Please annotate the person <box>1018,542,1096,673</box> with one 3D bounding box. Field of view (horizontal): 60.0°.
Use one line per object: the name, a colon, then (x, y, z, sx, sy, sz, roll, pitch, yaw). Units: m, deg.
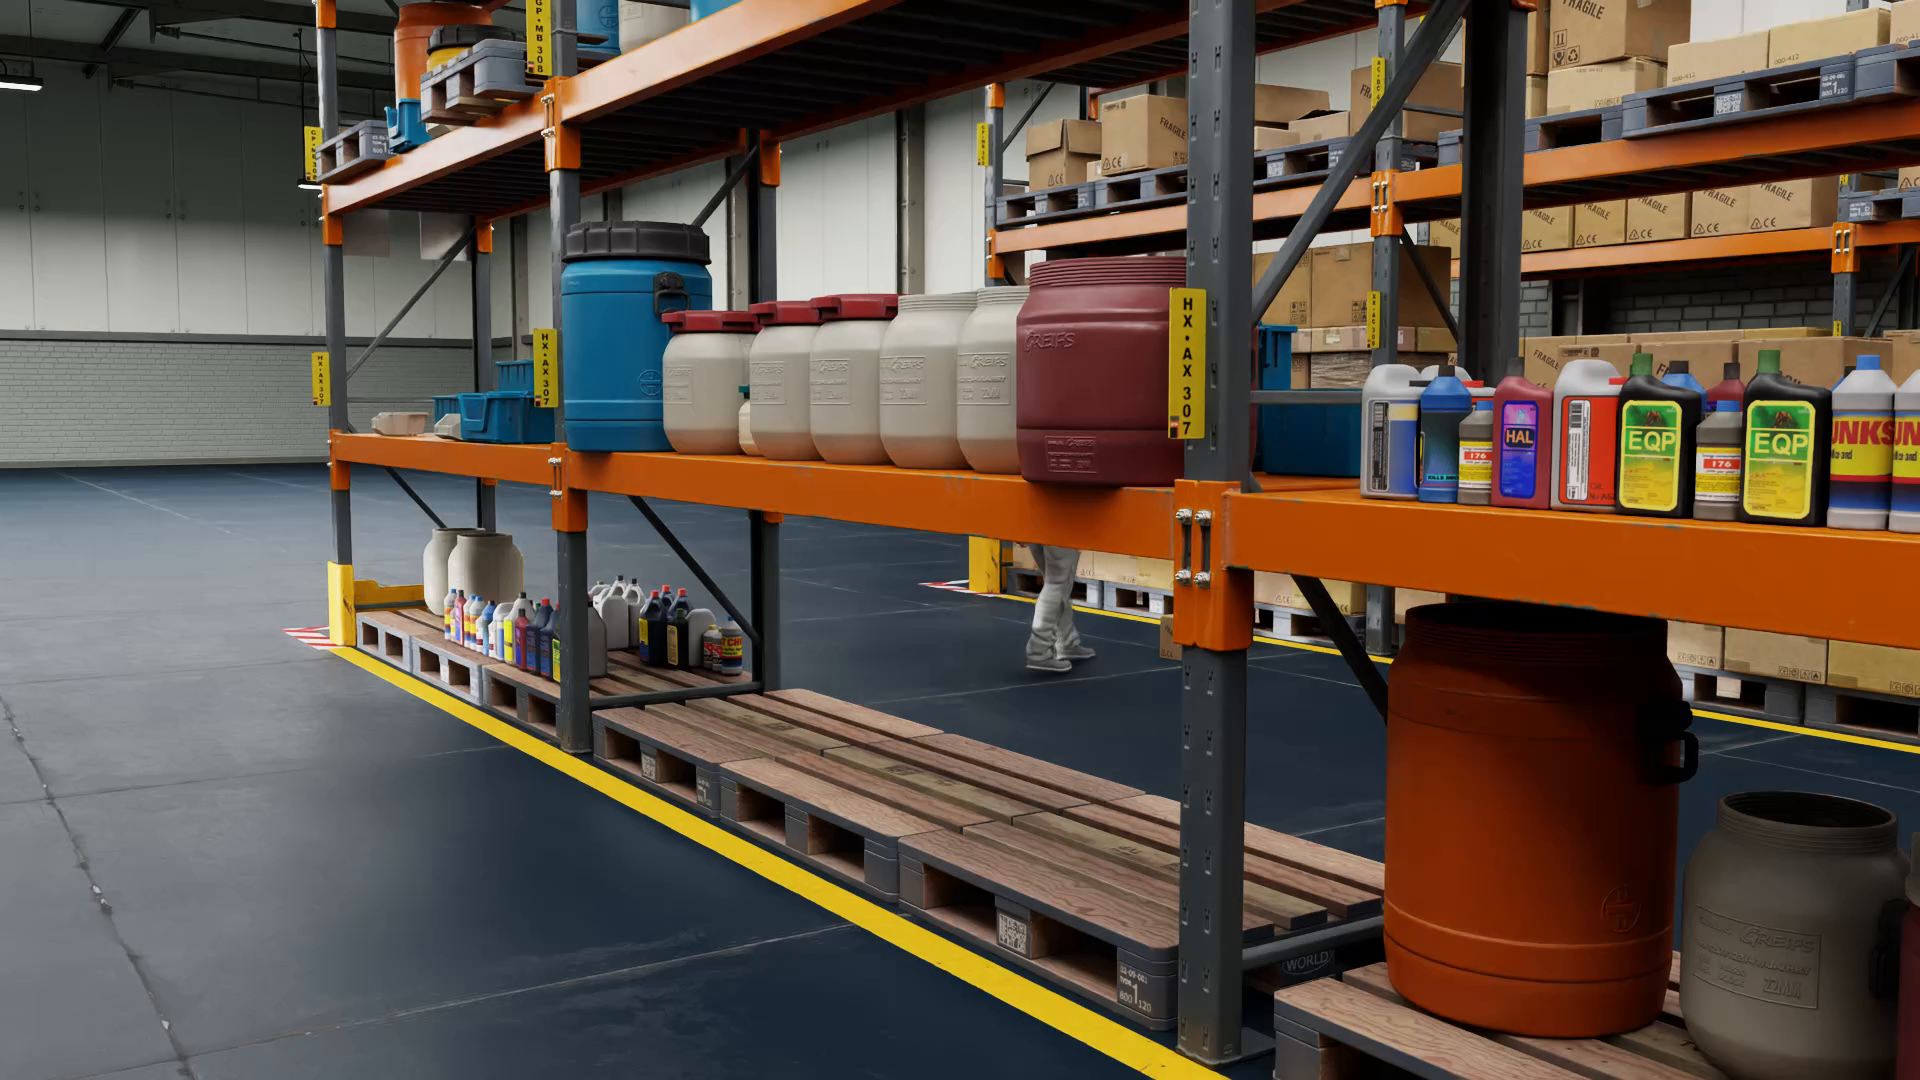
person: (0.612, -0.109, 9.233, 0.691, 1.655, 0.487, -4, 6, -40)
